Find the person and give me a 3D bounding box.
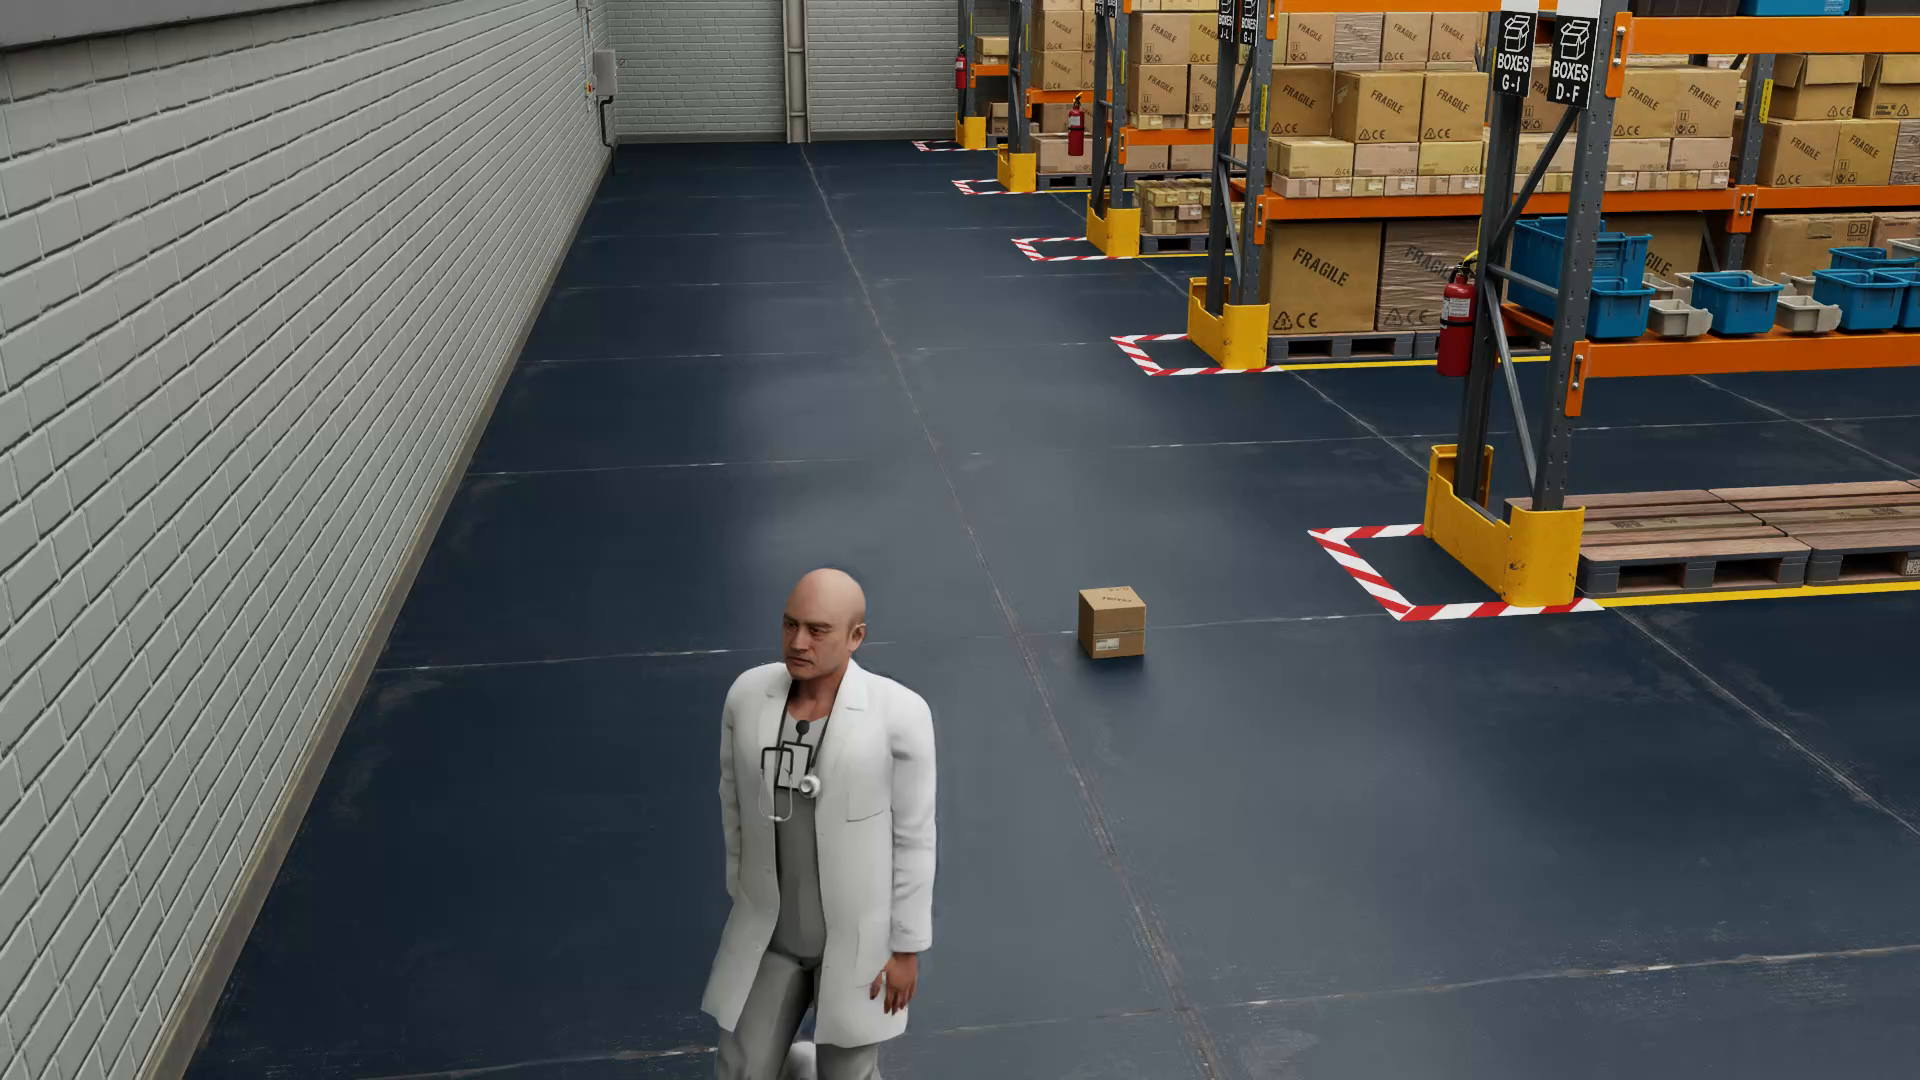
[{"bbox_3d":[-0.327,0.910,3.985,0.571,1.765,0.568,5,20,15],"label":"person"}]
